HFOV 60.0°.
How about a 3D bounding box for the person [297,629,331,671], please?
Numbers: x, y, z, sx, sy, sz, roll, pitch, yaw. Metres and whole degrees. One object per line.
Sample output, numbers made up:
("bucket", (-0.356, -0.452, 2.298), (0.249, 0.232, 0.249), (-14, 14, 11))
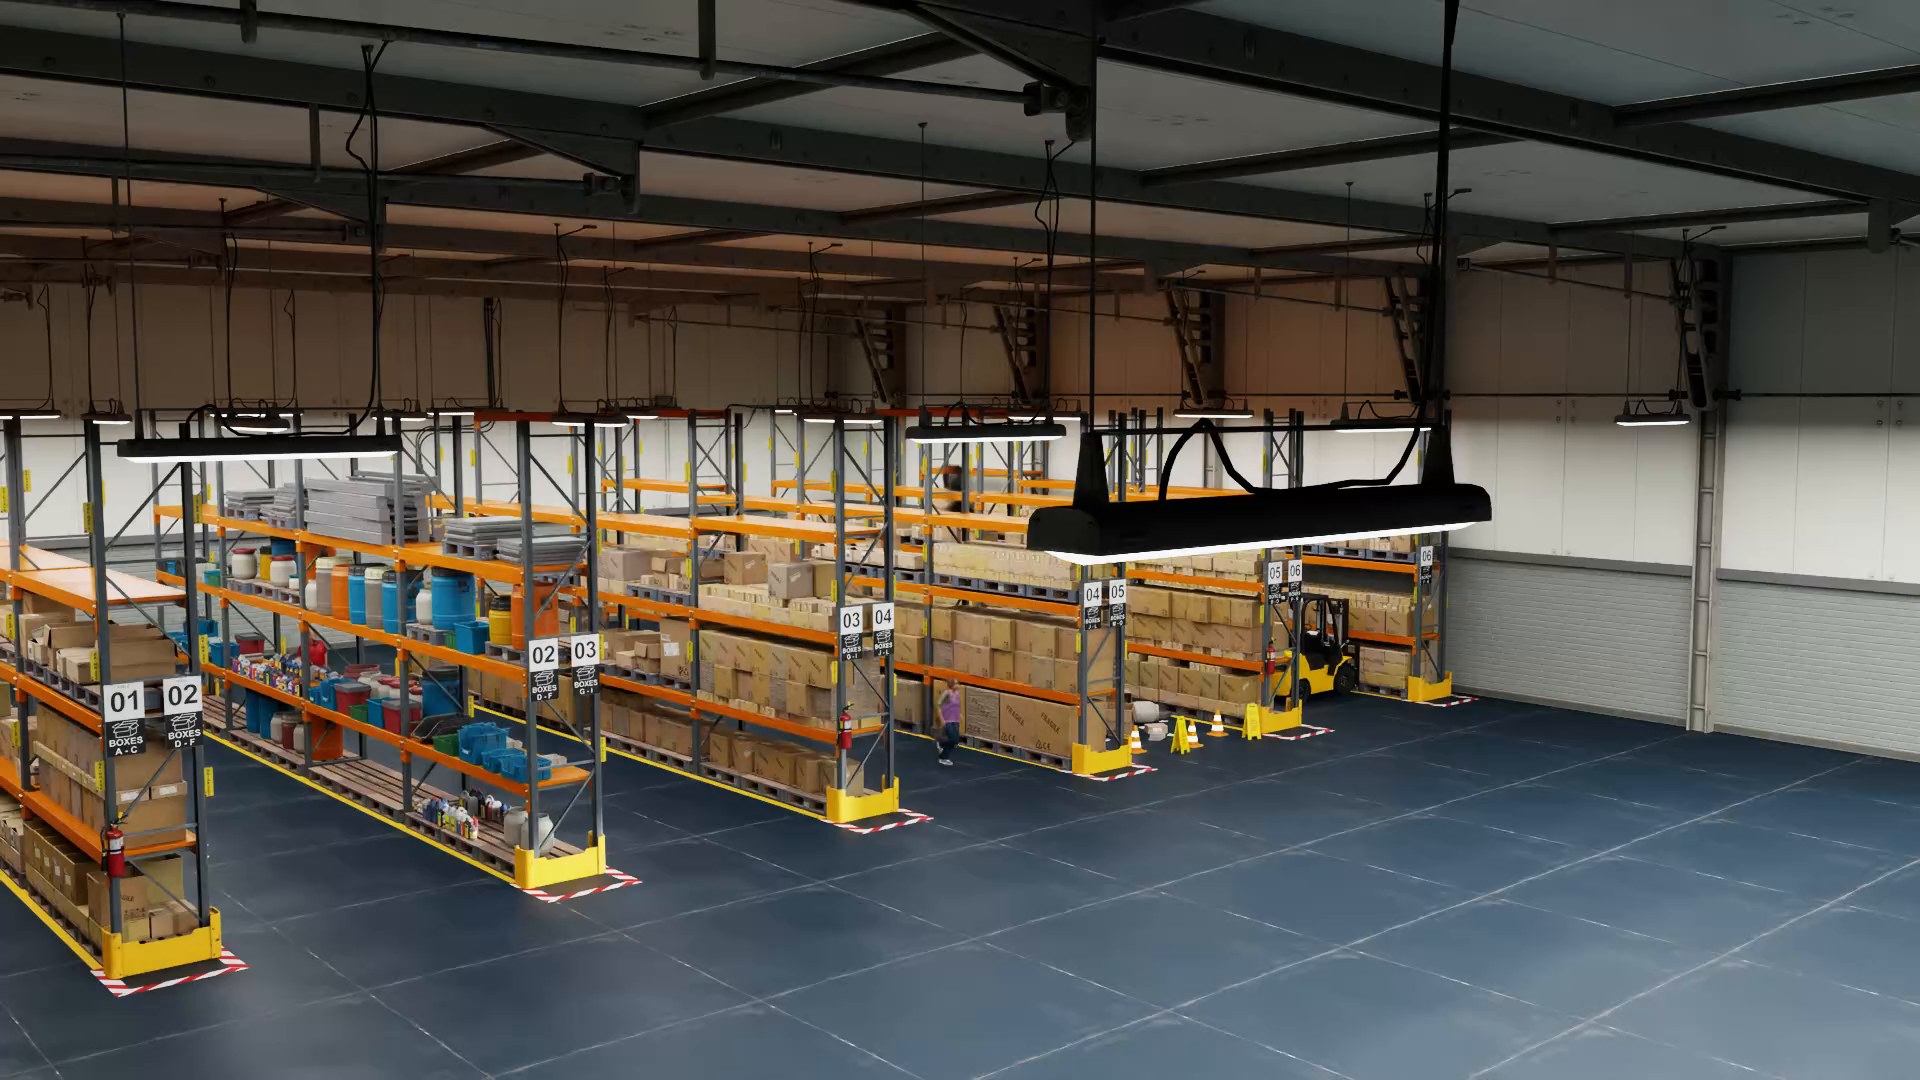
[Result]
("person", (-12.809, 2.602, 33.013), (0.642, 1.673, 0.640), (-4, 7, -42))

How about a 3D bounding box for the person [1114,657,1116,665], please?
("person", (3.186, 1.913, 37.420), (0.710, 1.799, 0.977), (-5, 7, -44))

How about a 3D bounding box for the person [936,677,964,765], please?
("person", (-0.188, 3.085, 28.334), (0.508, 1.529, 0.563), (5, 7, 43))

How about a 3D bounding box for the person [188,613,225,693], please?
("person", (-15.881, 2.389, 34.819), (0.920, 1.738, 0.702), (-3, 6, -28))
